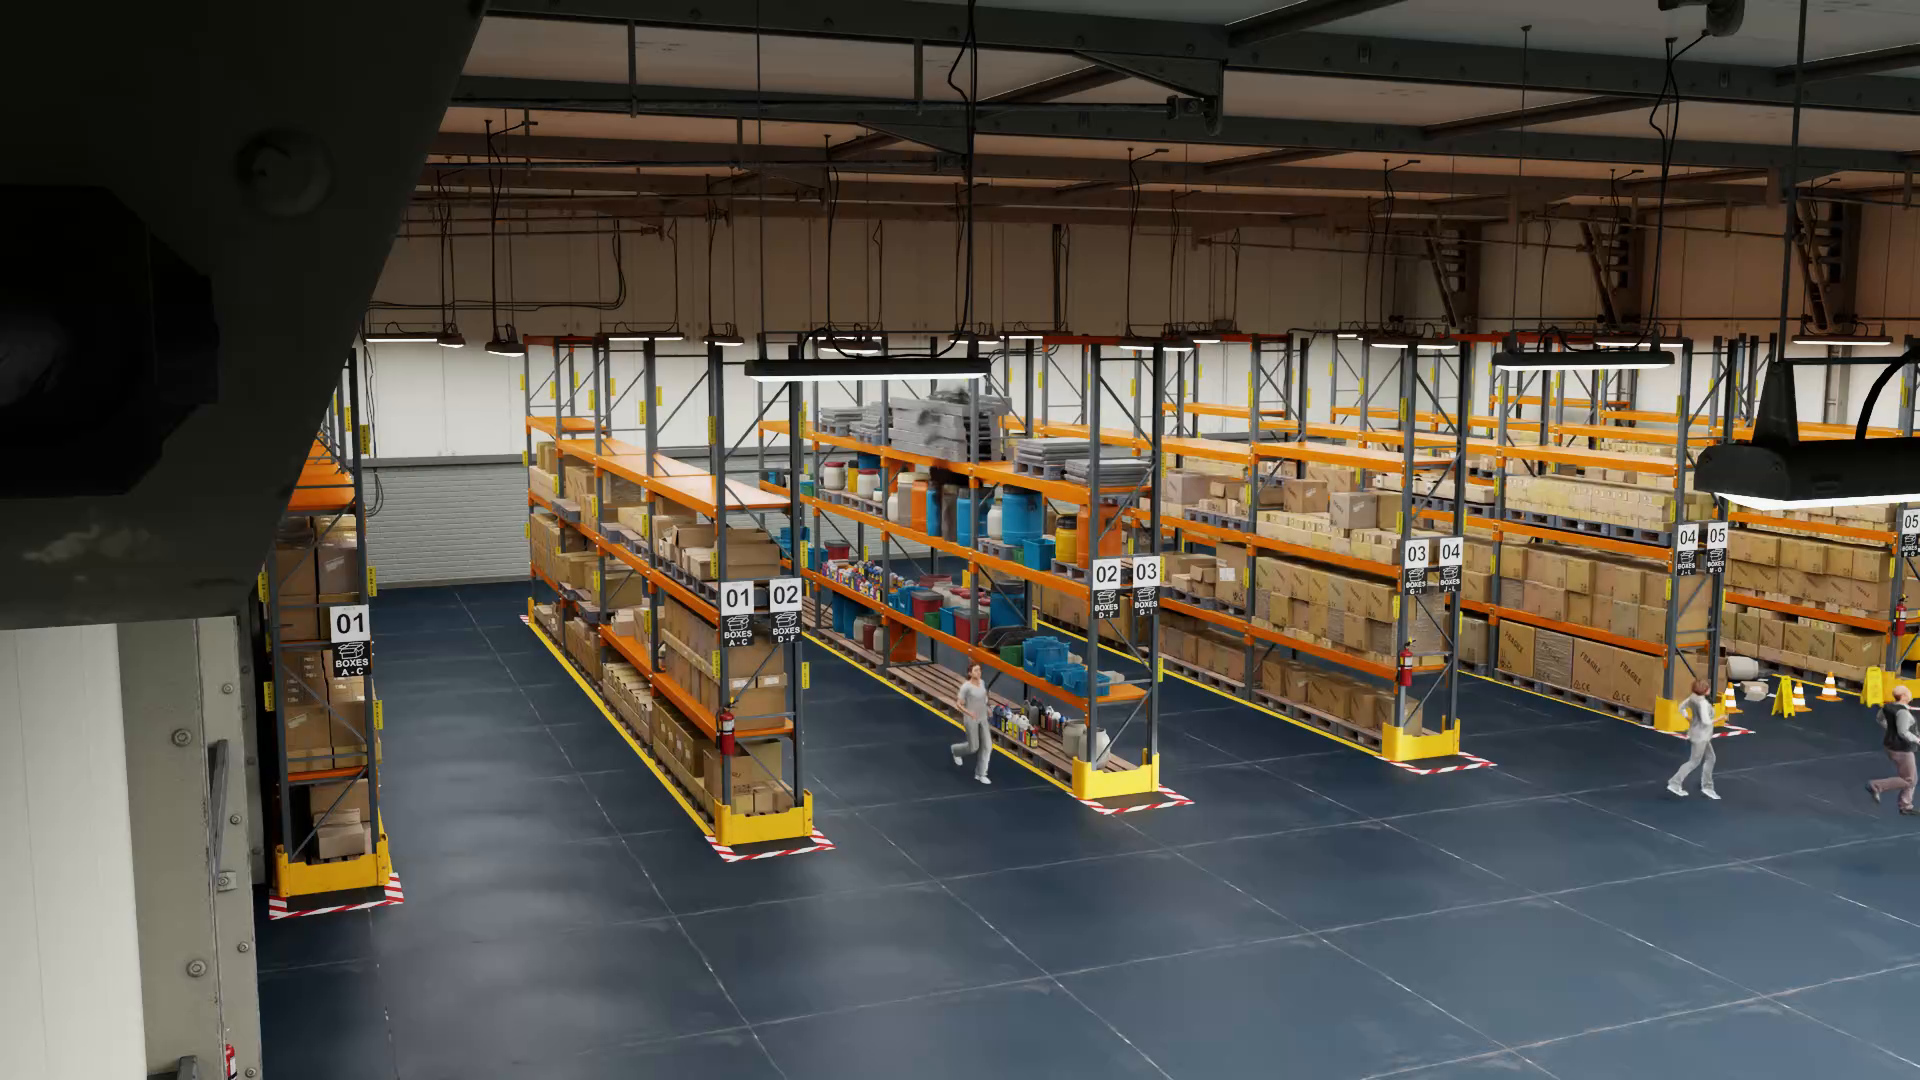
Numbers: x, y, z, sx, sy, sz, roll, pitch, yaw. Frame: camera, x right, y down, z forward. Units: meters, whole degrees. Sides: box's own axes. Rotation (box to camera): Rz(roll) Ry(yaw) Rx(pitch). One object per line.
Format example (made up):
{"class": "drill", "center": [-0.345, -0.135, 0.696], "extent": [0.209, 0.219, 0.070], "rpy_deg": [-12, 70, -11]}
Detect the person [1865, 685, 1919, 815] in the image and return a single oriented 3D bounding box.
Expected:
{"class": "person", "center": [11.970, 2.683, 21.249], "extent": [0.765, 1.690, 0.659], "rpy_deg": [1, 8, 9]}

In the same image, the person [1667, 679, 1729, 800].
{"class": "person", "center": [9.708, 2.628, 21.871], "extent": [0.698, 1.632, 0.517], "rpy_deg": [2, 8, 13]}

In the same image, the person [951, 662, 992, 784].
{"class": "person", "center": [0.185, 2.511, 22.938], "extent": [0.565, 1.610, 0.791], "rpy_deg": [-6, 10, -37]}
